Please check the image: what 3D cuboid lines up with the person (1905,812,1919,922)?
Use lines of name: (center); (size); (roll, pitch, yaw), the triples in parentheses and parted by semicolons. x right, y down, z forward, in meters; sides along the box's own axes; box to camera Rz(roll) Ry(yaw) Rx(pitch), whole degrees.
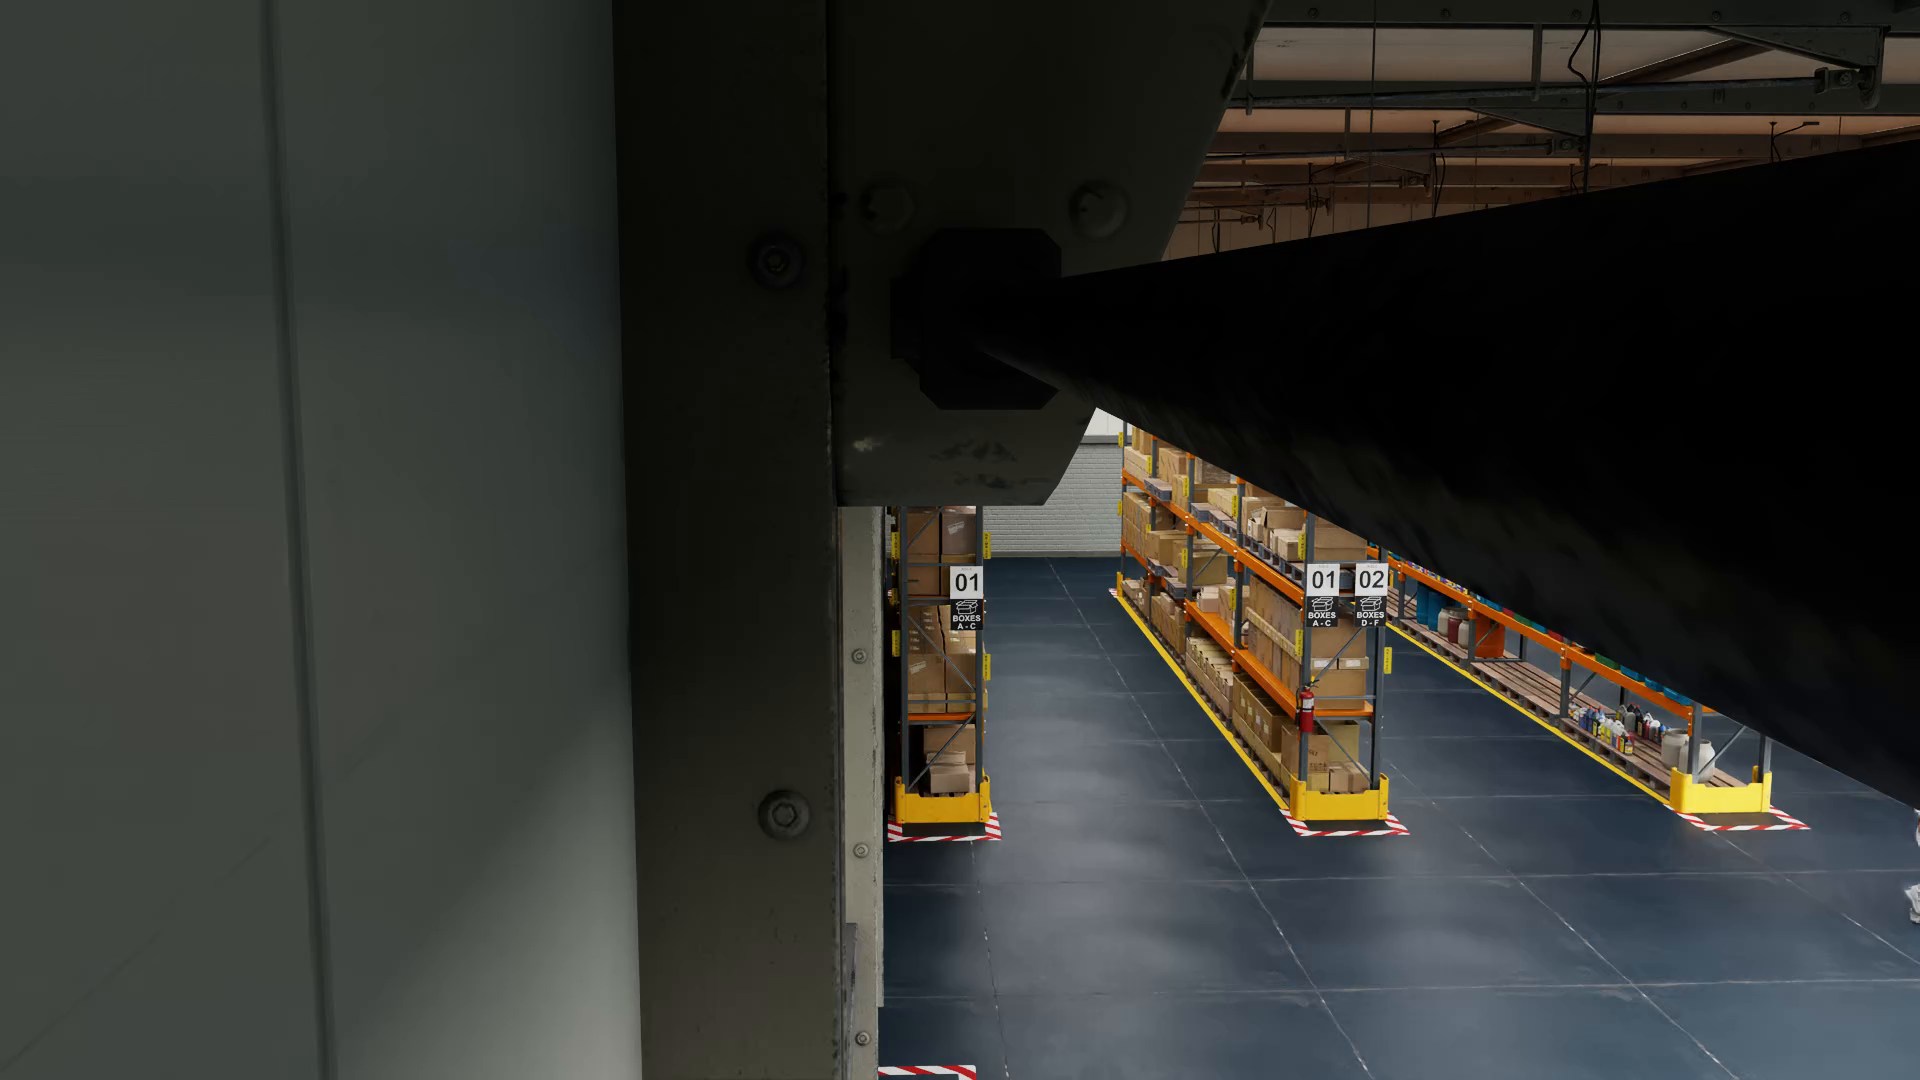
person: (10.021, 3.100, 17.023); (0.576, 1.718, 0.698); (3, 8, 19)
